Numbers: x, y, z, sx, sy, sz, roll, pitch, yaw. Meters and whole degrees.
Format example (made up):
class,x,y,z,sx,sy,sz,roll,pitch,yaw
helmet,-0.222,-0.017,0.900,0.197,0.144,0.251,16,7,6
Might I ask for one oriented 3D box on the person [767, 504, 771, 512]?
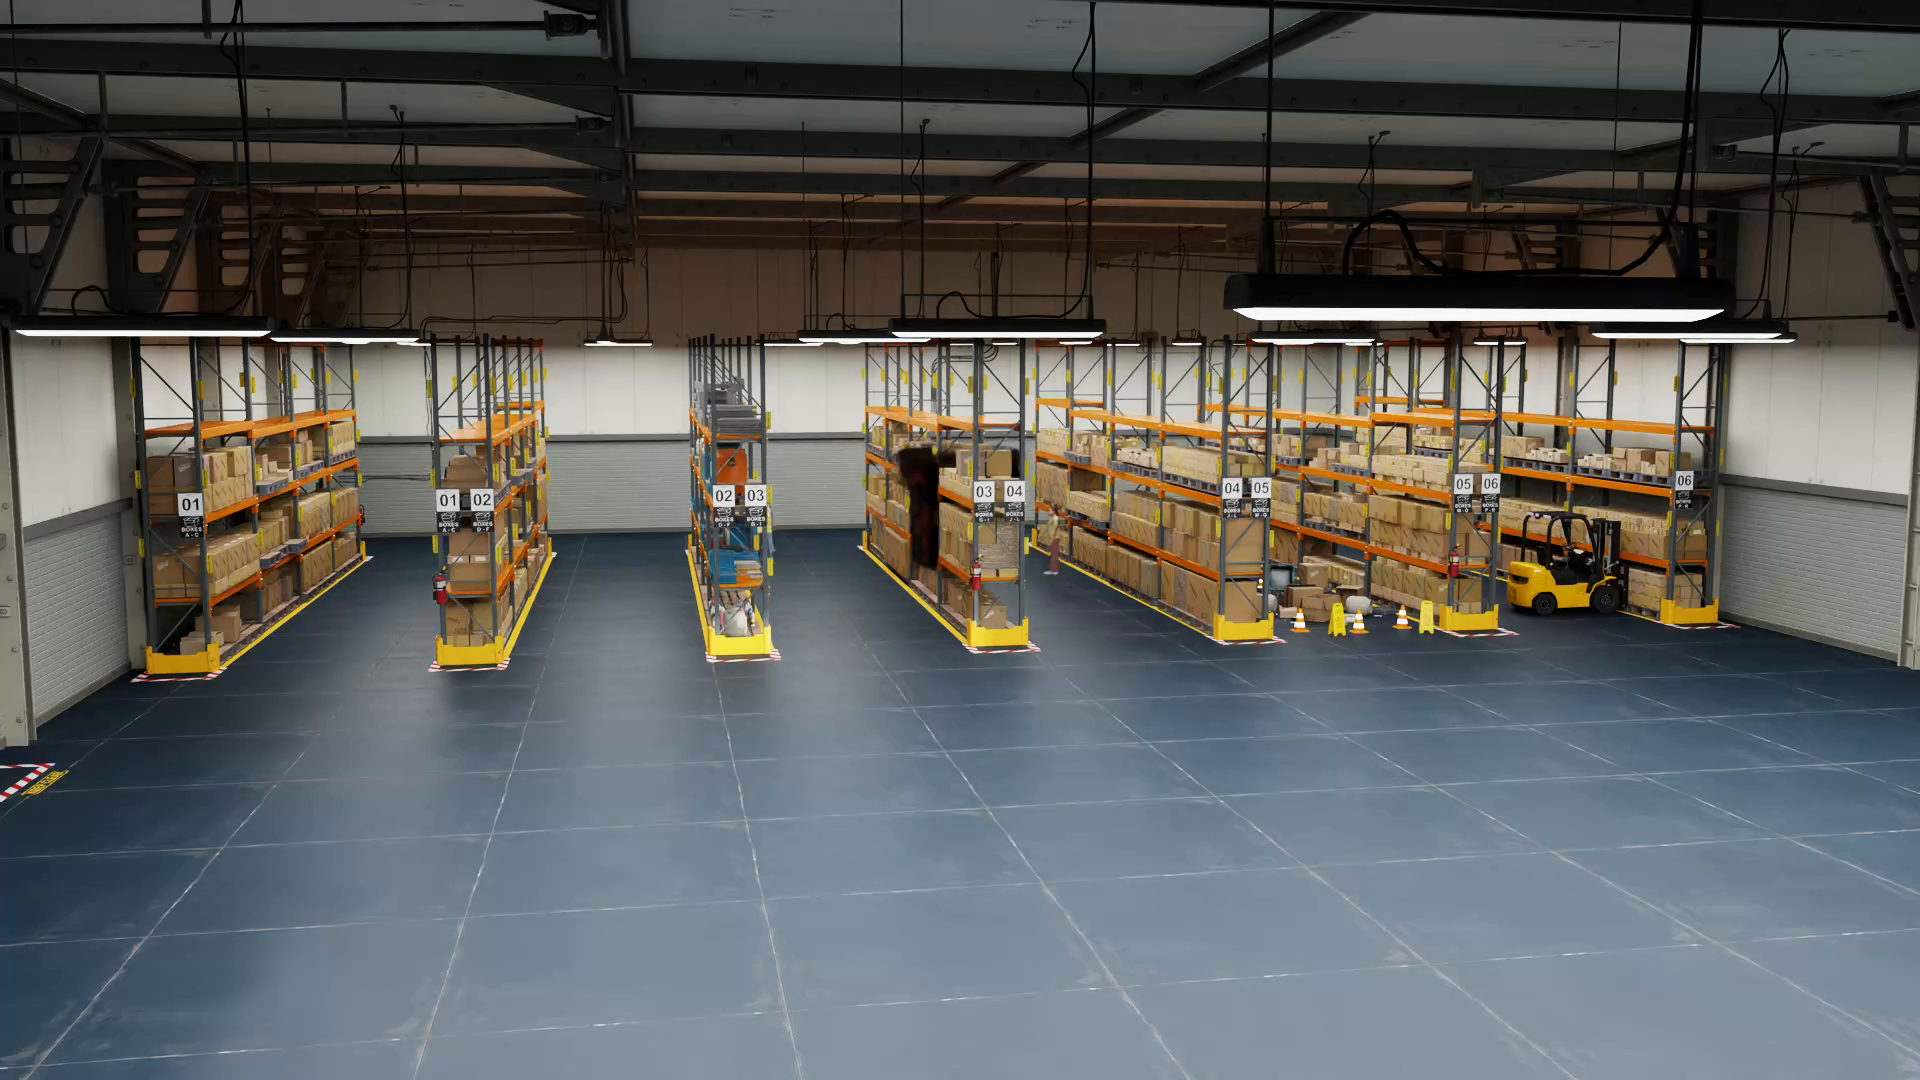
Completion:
class,x,y,z,sx,sy,sz,roll,pitch,yaw
person,-5.564,-0.544,47.312,0.531,1.588,0.750,-4,7,-29

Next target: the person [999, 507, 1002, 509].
class,x,y,z,sx,sy,sz,roll,pitch,yaw
person,1.066,-0.389,46.608,0.374,1.738,0.508,-4,8,-34

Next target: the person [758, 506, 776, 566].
class,x,y,z,sx,sy,sz,roll,pitch,yaw
person,-5.182,-0.155,44.044,0.587,1.696,0.994,-3,7,-23

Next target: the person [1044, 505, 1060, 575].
class,x,y,z,sx,sy,sz,roll,pitch,yaw
person,2.210,-0.002,40.029,0.382,1.684,0.457,-1,7,-8
